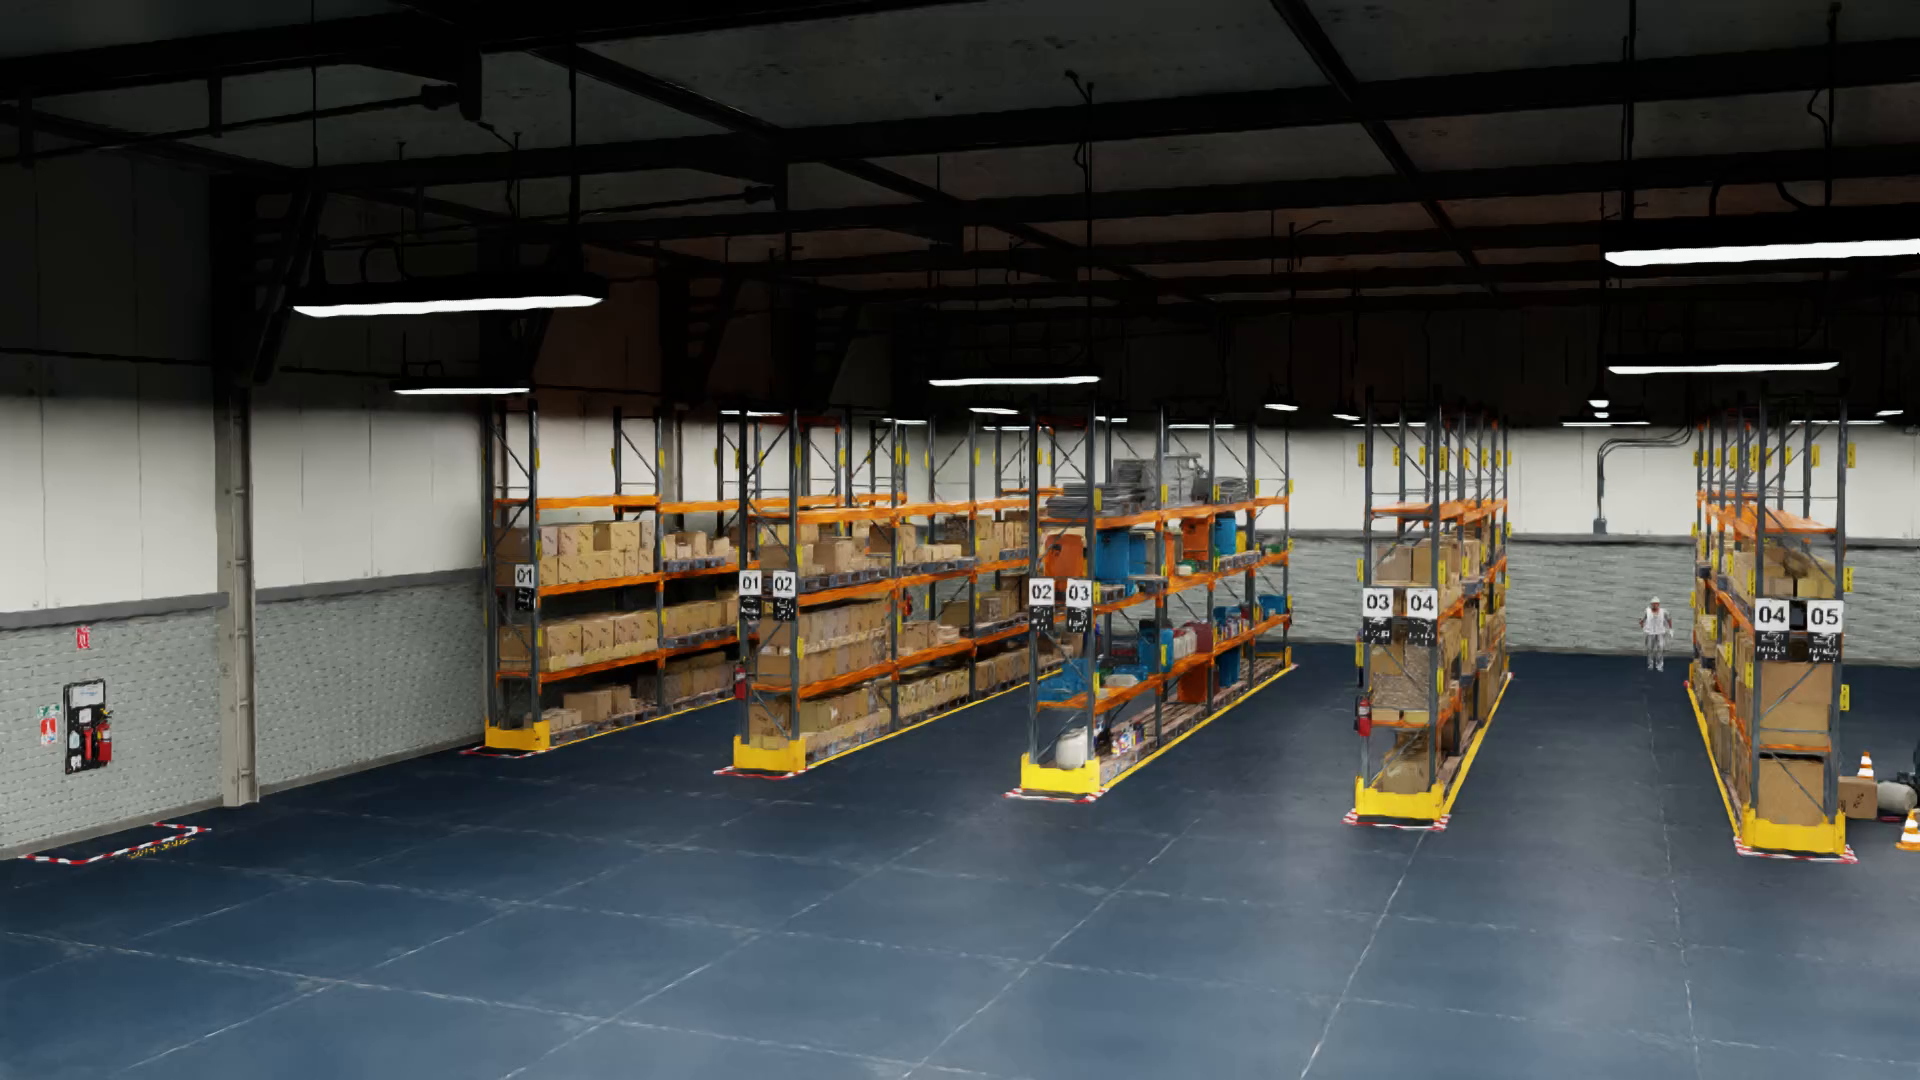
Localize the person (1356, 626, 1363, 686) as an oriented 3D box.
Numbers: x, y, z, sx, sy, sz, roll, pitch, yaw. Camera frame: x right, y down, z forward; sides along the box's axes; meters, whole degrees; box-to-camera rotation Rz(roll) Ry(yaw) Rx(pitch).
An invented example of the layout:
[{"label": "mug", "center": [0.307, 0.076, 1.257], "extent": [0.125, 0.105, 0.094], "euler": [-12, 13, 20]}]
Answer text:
[{"label": "person", "center": [8.957, 2.424, 36.283], "extent": [0.625, 1.596, 0.510], "euler": [1, 3, 19]}]

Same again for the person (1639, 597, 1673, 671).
[{"label": "person", "center": [16.441, 2.199, 39.275], "extent": [0.729, 1.743, 0.692], "euler": [1, 3, 25]}]

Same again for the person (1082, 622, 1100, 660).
[{"label": "person", "center": [2.930, 2.367, 37.112], "extent": [0.463, 1.596, 0.998], "euler": [1, 3, 20]}]
